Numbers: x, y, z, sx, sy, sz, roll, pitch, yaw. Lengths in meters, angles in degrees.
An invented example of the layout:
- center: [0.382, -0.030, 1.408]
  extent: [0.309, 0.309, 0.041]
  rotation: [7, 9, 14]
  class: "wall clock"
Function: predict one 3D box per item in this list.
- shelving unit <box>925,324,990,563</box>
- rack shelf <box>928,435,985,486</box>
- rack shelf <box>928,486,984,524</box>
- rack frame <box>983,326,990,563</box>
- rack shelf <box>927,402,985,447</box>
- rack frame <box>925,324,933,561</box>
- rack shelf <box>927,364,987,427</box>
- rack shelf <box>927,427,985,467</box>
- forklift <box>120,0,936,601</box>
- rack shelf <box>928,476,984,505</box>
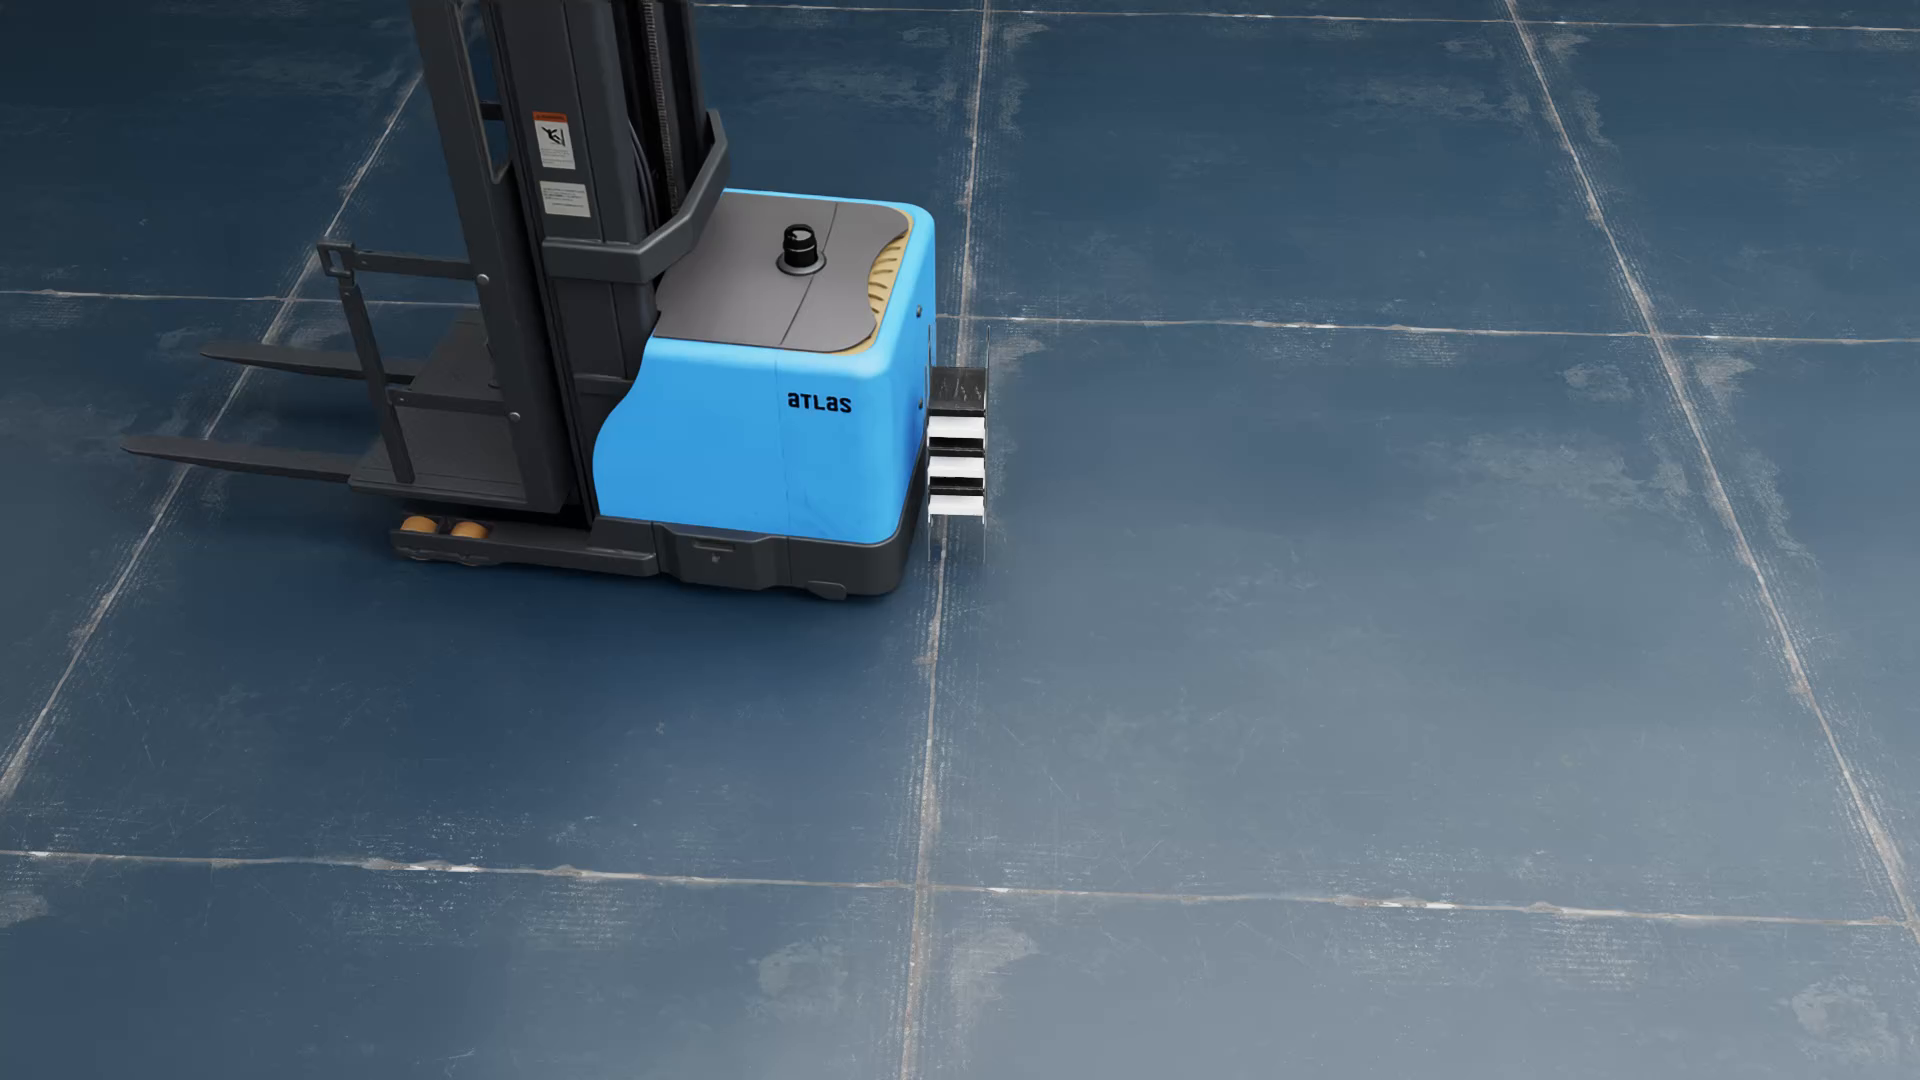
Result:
- center: [-0.008, -0.330, 5.944]
  extent: [0.210, 0.900, 0.258]
  rotation: [2, 43, 2]
  class: "shelving unit"
- center: [-0.008, -0.305, 5.966]
  extent: [0.200, 0.077, 0.258]
  rotation: [2, 43, 2]
  class: "rack shelf"
- center: [-0.008, -0.173, 6.089]
  extent: [0.200, 0.077, 0.258]
  rotation: [2, 43, 2]
  class: "rack shelf"
- center: [0.093, -0.326, 5.940]
  extent: [0.006, 0.900, 0.240]
  rotation: [2, 43, 2]
  class: "rack frame"
- center: [-0.008, -0.437, 5.844]
  extent: [0.200, 0.077, 0.258]
  rotation: [2, 43, 2]
  class: "rack shelf"
- center: [-0.110, -0.333, 5.947]
  extent: [0.006, 0.900, 0.240]
  rotation: [2, 43, 2]
  class: "rack frame"
- center: [-0.008, -0.503, 5.782]
  extent: [0.200, 0.077, 0.258]
  rotation: [2, 43, 2]
  class: "rack shelf"
- center: [-0.008, -0.371, 5.905]
  extent: [0.200, 0.077, 0.258]
  rotation: [2, 43, 2]
  class: "rack shelf"
- center: [-1.641, -1.325, 5.522]
  extent: [3.031, 2.935, 1.130]
  rotation: [6, 43, 7]
  class: "forklift"
- center: [-0.008, -0.239, 6.028]
  extent: [0.200, 0.077, 0.258]
  rotation: [2, 43, 2]
  class: "rack shelf"
